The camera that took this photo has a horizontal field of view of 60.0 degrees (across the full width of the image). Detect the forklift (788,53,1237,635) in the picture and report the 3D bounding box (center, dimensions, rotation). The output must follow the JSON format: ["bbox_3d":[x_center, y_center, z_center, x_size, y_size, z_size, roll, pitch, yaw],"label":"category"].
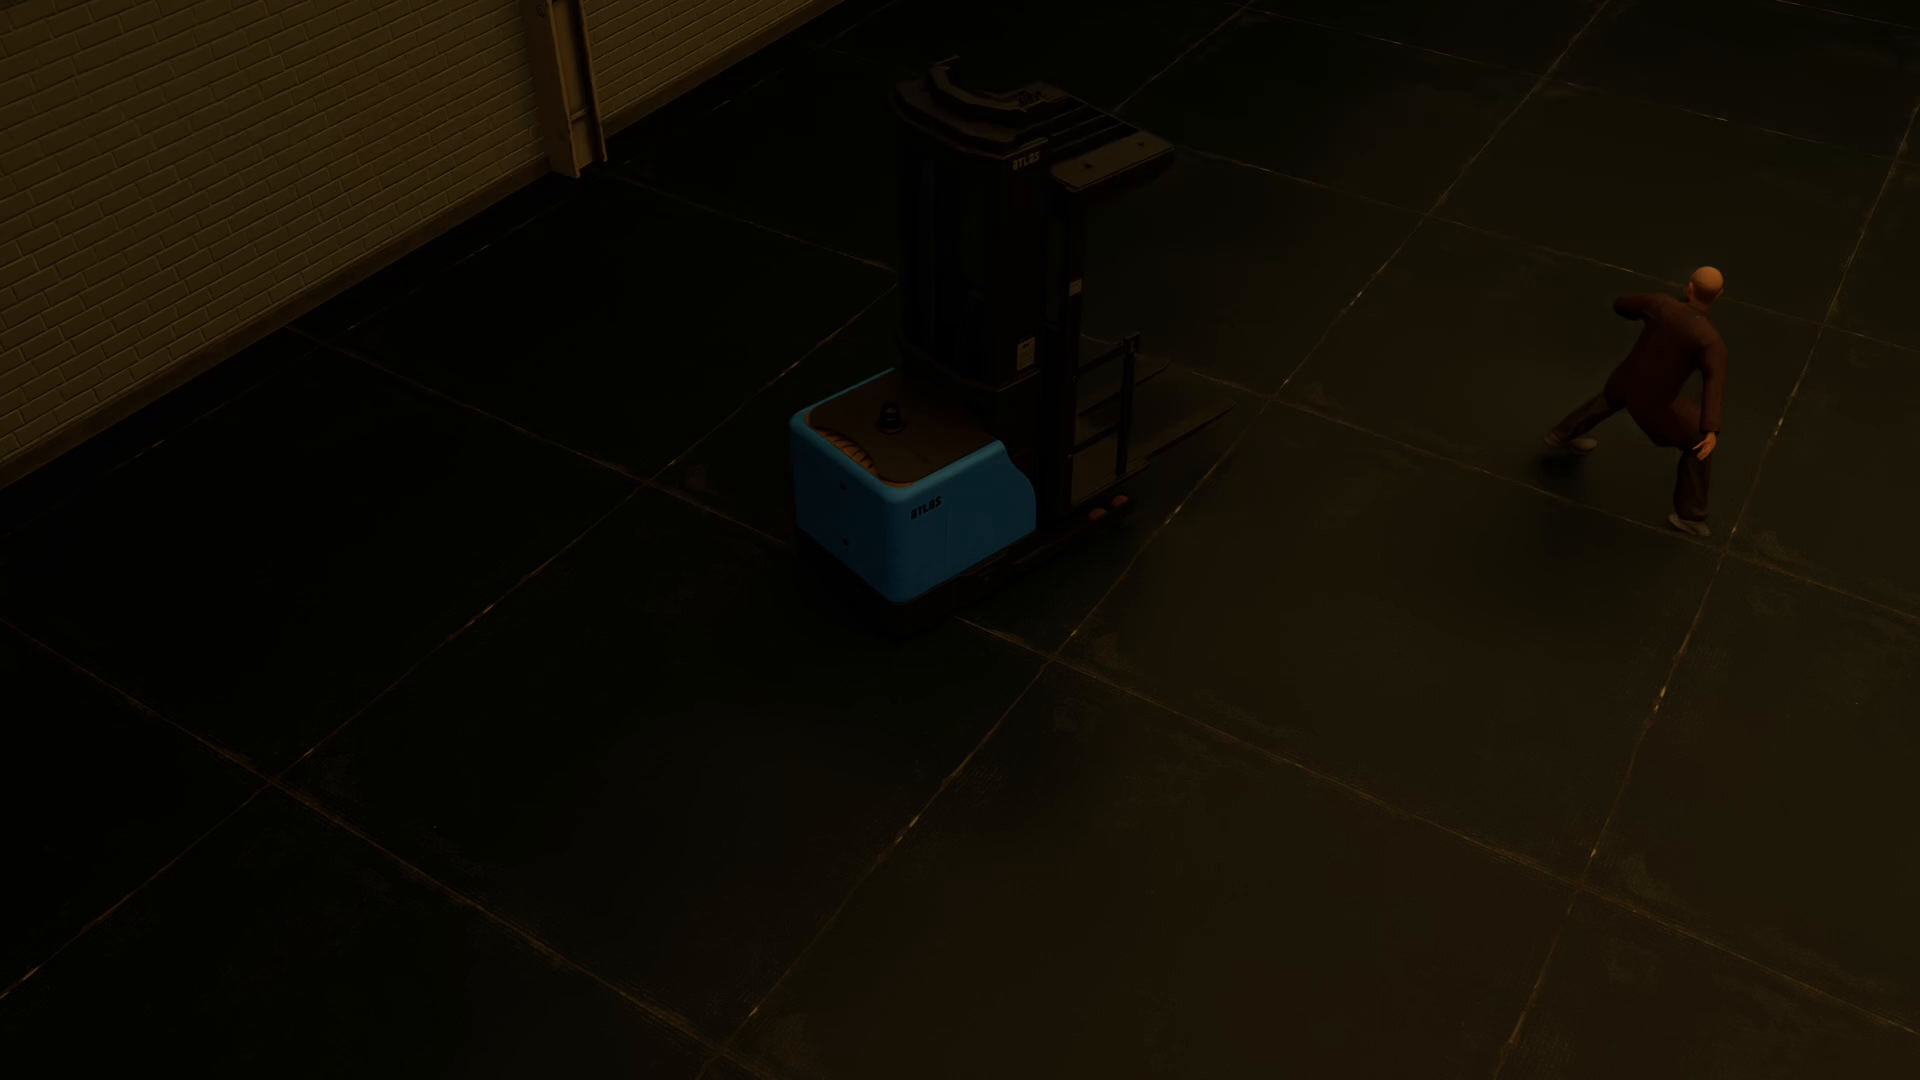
[{"bbox_3d":[0.459,-1.384,9.600,3.031,2.935,1.130,-29,48,-30],"label":"forklift"}]

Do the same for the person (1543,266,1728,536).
[{"bbox_3d":[4.255,-0.849,10.063,0.618,1.713,1.192,-14,42,-16],"label":"person"}]
